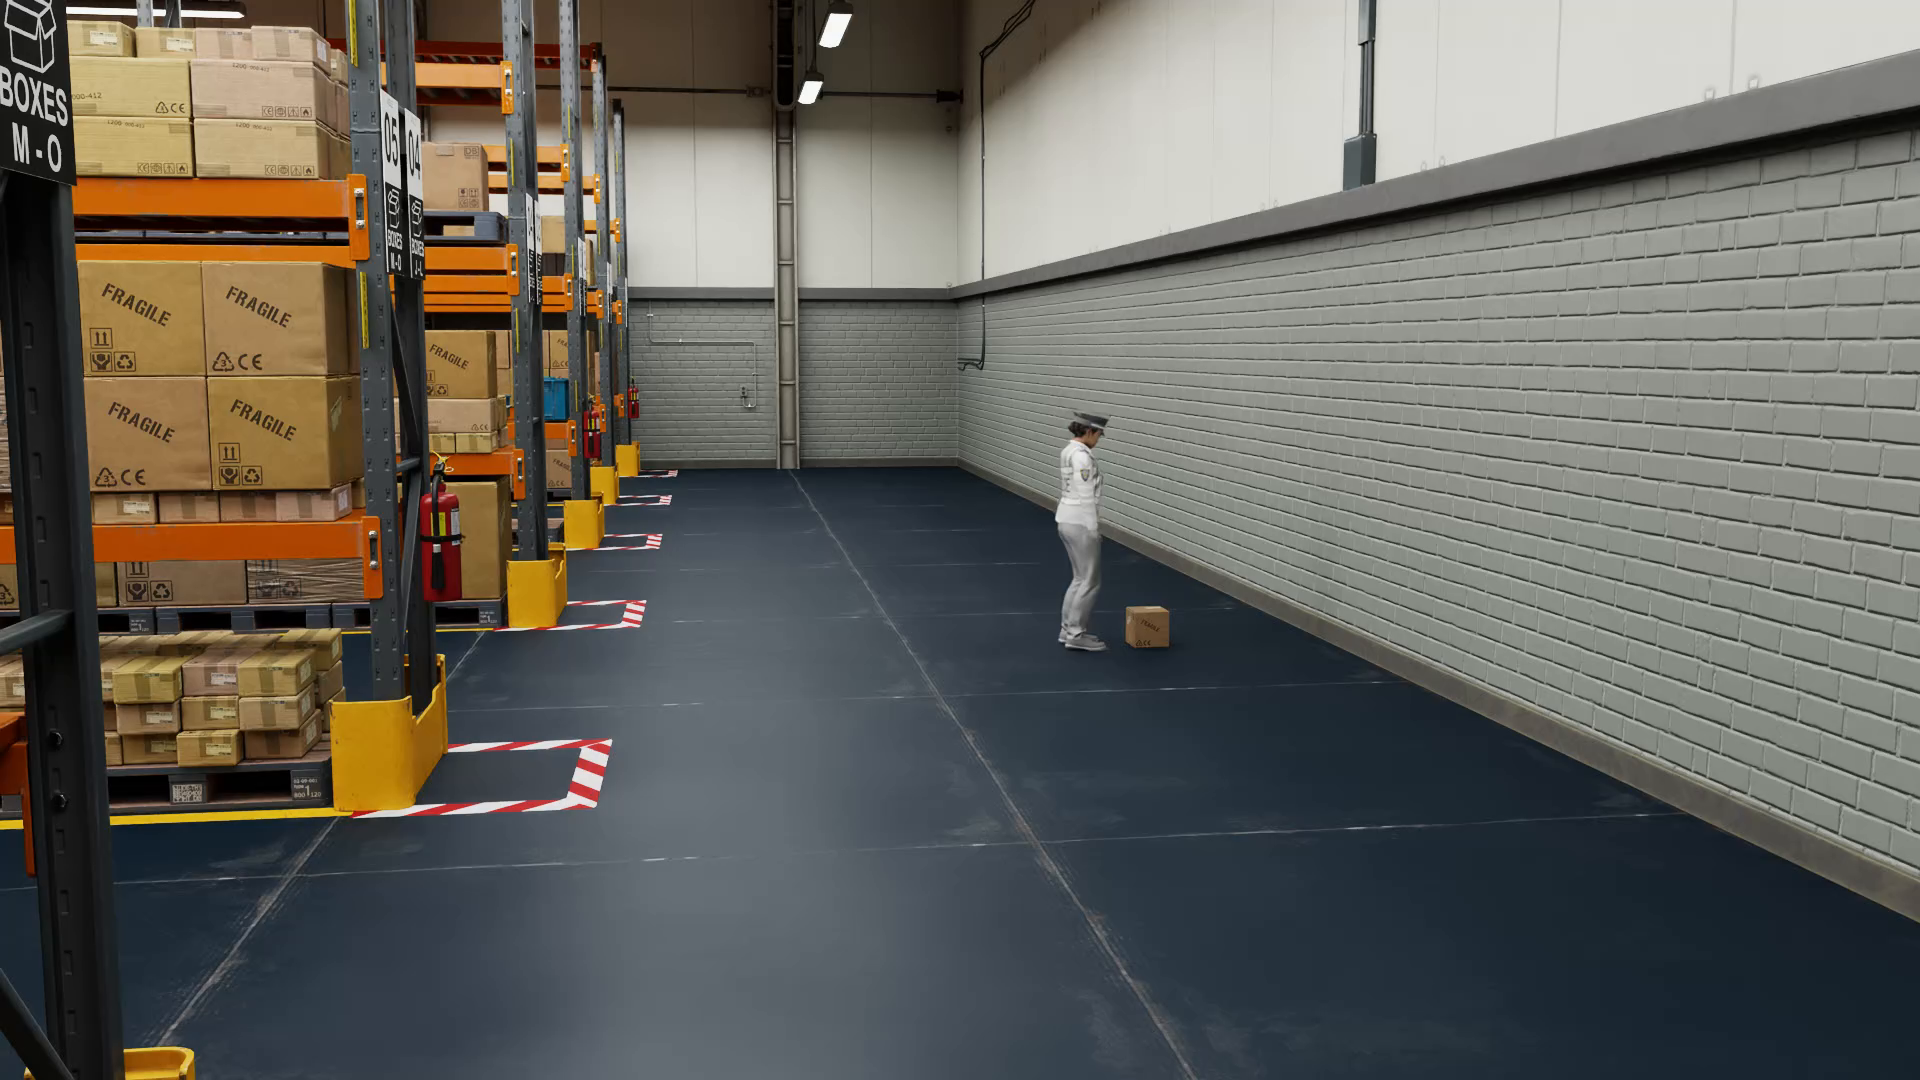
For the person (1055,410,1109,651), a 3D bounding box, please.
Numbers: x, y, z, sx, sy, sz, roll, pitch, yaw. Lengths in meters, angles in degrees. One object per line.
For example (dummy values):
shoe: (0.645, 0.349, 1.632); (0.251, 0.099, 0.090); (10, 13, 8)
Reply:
person: (0.848, -0.074, 11.568); (0.366, 1.654, 0.482); (-1, 7, -7)
